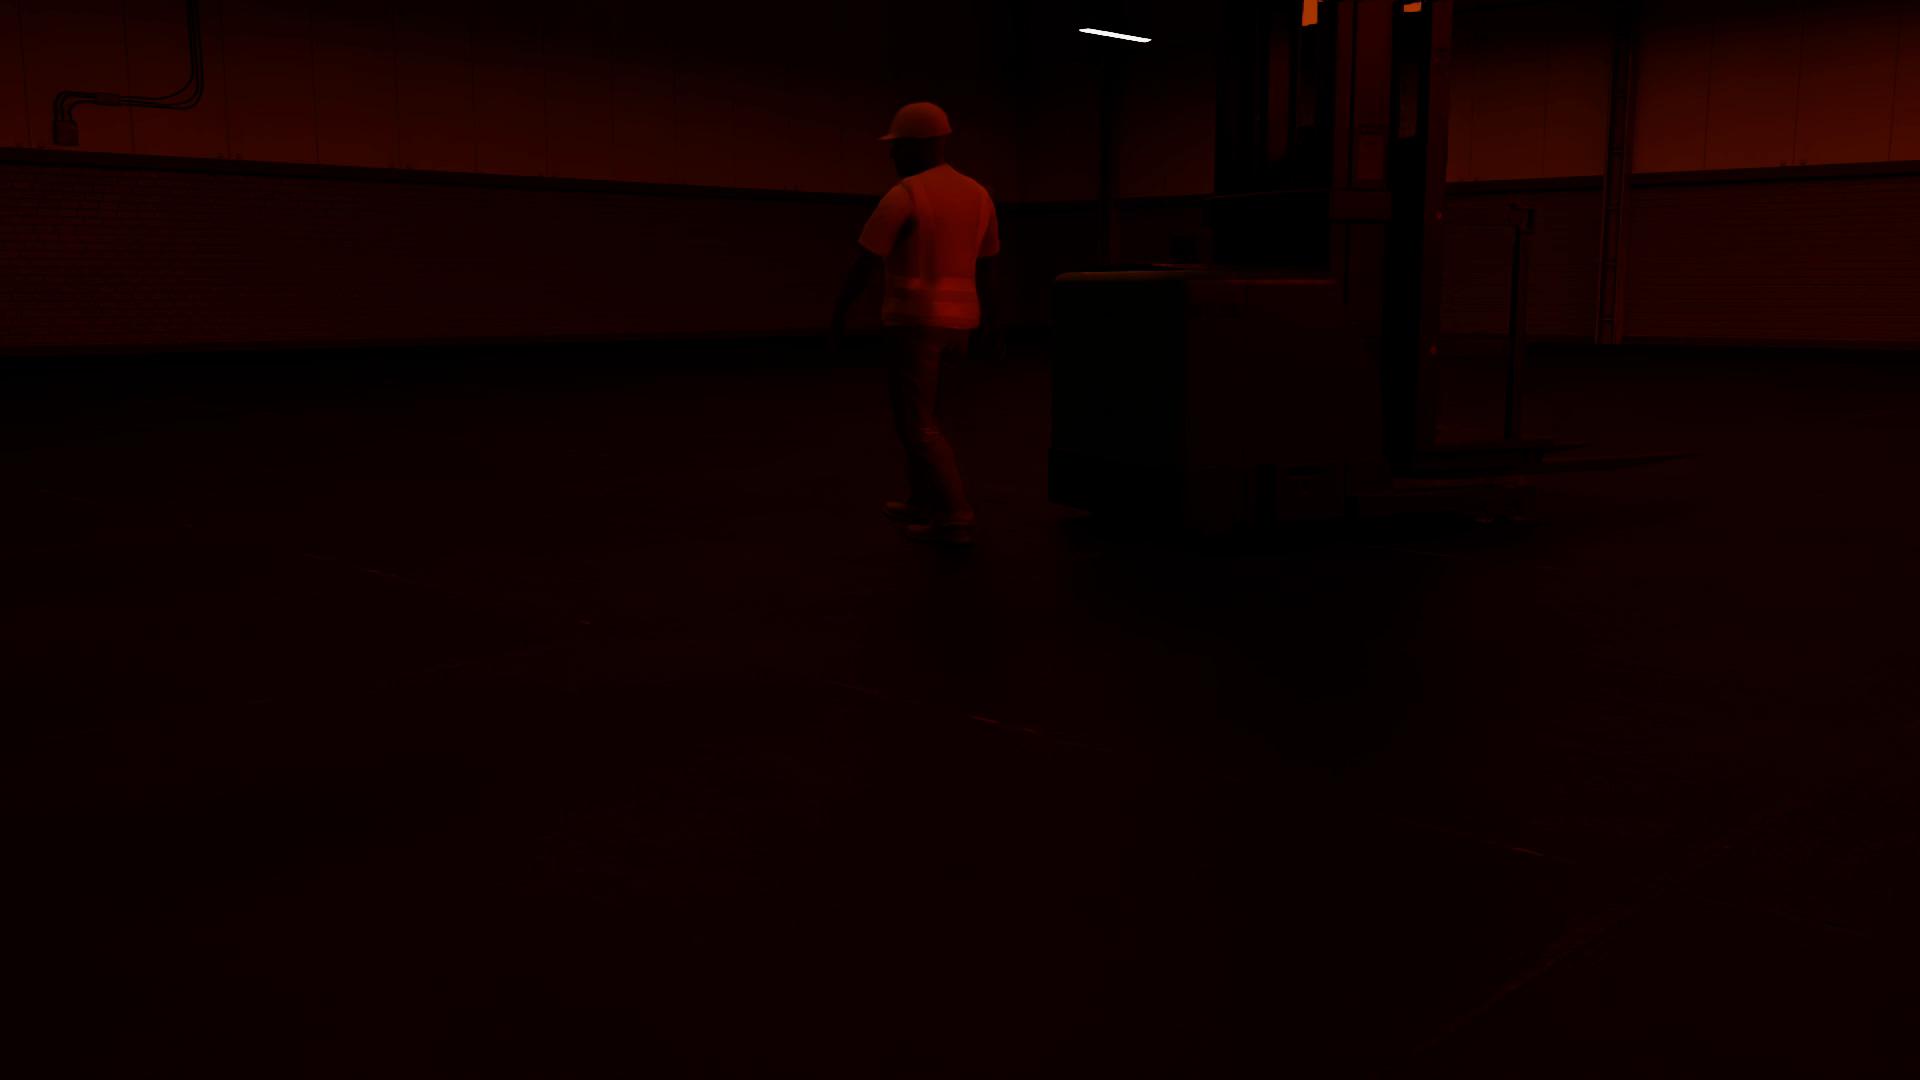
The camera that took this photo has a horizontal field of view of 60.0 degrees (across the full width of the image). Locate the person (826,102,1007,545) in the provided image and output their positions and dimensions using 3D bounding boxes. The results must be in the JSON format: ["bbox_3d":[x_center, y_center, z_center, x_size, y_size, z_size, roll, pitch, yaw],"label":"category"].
[{"bbox_3d":[-0.176,-0.872,6.734,0.702,1.740,0.708,7,11,39],"label":"person"}]

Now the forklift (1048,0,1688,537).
[{"bbox_3d":[1.951,-1.584,7.391,3.031,2.935,1.130,-4,9,-25],"label":"forklift"}]
